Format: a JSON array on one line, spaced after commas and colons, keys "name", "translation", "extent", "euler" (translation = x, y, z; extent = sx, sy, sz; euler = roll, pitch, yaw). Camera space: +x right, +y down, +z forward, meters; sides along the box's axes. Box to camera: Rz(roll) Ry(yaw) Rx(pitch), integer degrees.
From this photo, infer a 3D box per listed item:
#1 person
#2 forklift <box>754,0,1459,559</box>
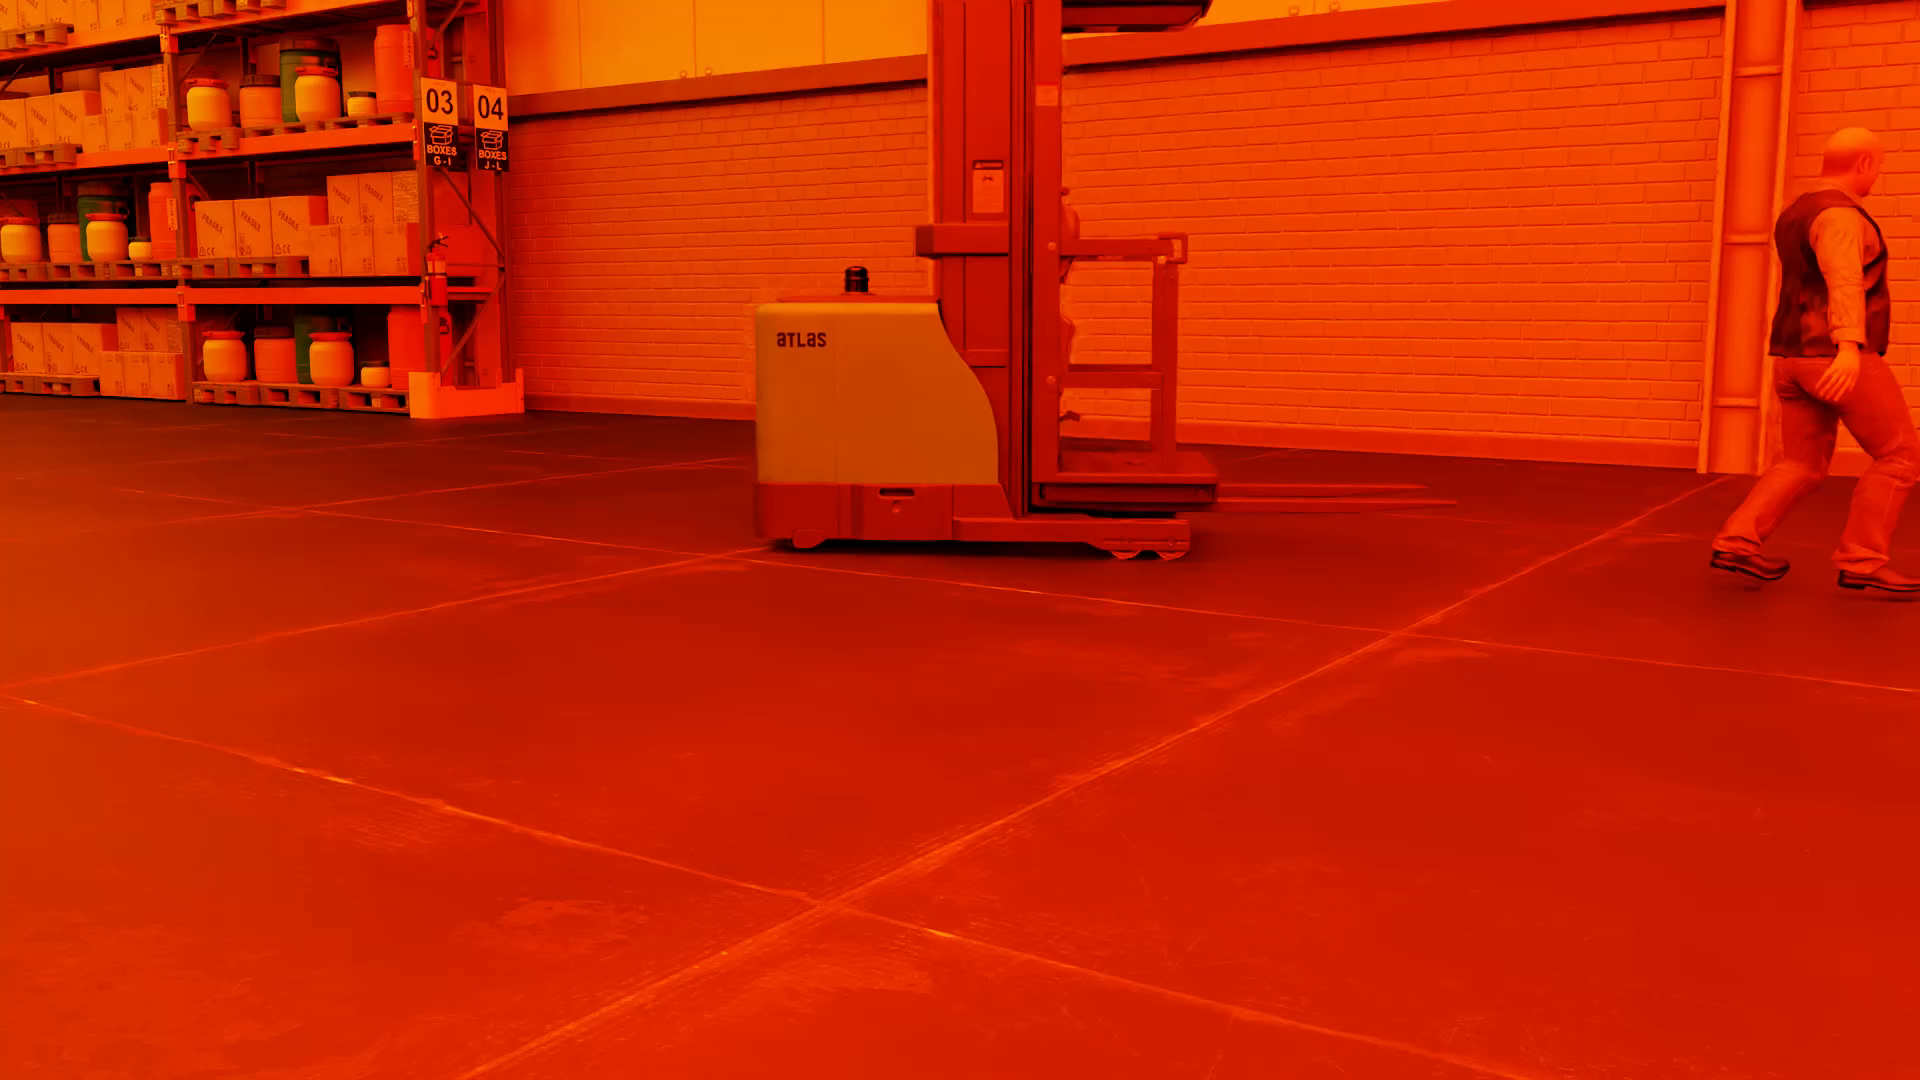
[{"name": "person", "translation": [3.194, -0.651, 6.049], "extent": [0.730, 1.662, 0.911], "euler": [0, 8, 2]}, {"name": "forklift", "translation": [0.646, -1.447, 7.368], "extent": [3.031, 2.935, 1.130], "euler": [1, 8, 4]}]
